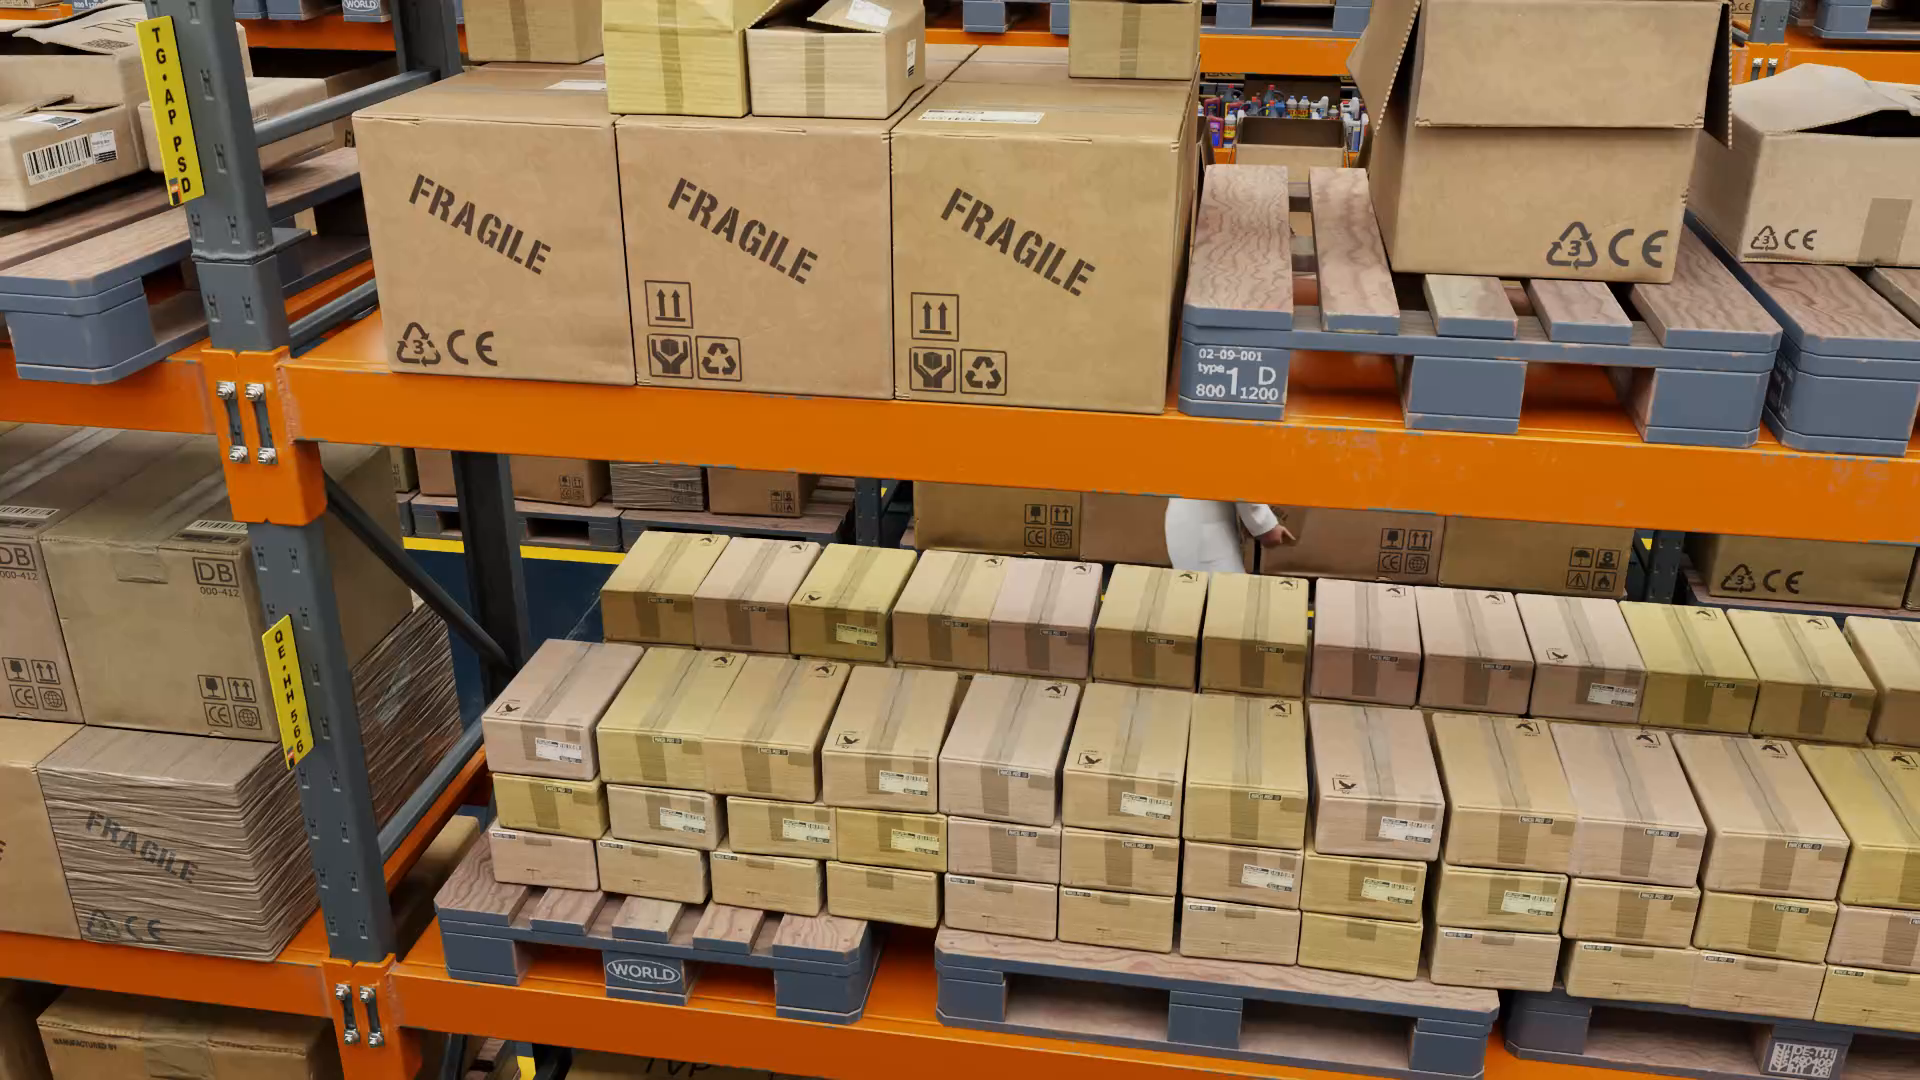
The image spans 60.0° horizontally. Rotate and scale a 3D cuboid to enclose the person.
[{"bbox_3d":[1.168,0.000,7.244,0.555,1.685,0.524,3,25,8],"label":"person"}]
